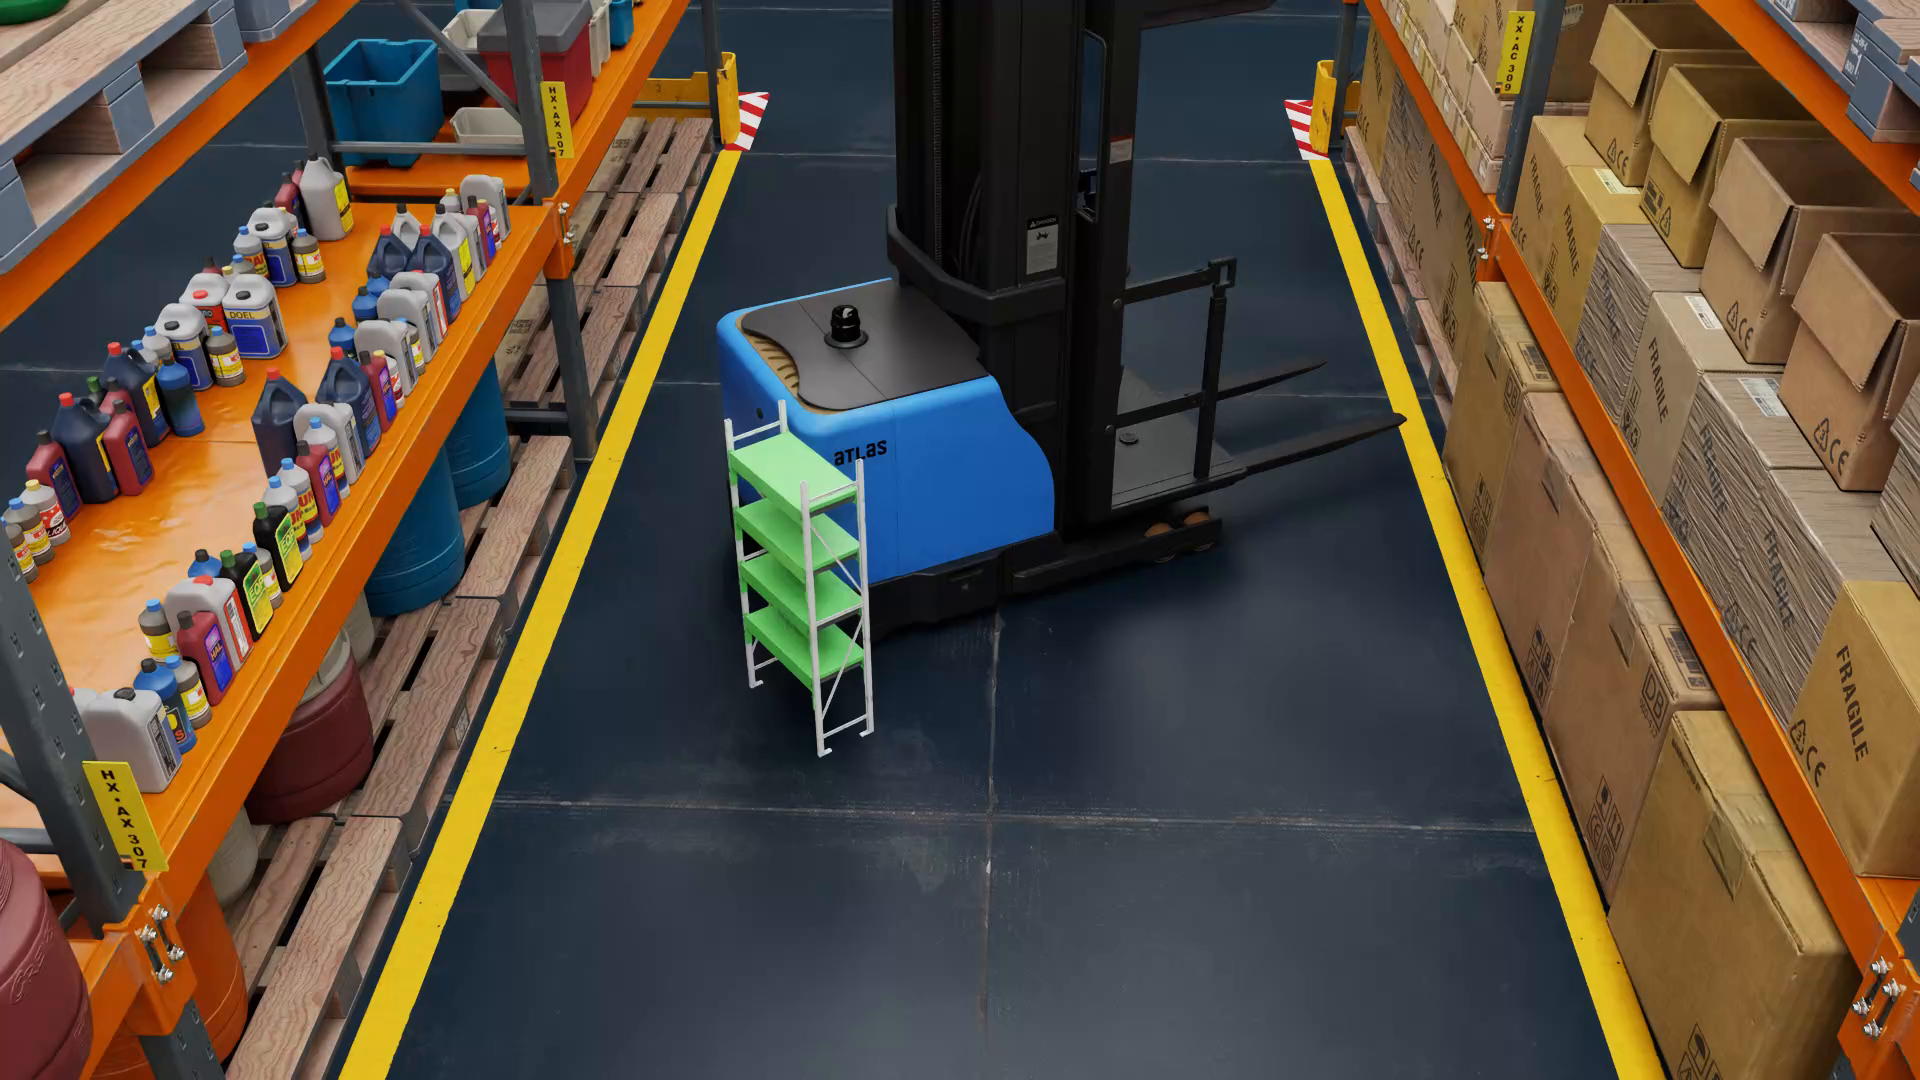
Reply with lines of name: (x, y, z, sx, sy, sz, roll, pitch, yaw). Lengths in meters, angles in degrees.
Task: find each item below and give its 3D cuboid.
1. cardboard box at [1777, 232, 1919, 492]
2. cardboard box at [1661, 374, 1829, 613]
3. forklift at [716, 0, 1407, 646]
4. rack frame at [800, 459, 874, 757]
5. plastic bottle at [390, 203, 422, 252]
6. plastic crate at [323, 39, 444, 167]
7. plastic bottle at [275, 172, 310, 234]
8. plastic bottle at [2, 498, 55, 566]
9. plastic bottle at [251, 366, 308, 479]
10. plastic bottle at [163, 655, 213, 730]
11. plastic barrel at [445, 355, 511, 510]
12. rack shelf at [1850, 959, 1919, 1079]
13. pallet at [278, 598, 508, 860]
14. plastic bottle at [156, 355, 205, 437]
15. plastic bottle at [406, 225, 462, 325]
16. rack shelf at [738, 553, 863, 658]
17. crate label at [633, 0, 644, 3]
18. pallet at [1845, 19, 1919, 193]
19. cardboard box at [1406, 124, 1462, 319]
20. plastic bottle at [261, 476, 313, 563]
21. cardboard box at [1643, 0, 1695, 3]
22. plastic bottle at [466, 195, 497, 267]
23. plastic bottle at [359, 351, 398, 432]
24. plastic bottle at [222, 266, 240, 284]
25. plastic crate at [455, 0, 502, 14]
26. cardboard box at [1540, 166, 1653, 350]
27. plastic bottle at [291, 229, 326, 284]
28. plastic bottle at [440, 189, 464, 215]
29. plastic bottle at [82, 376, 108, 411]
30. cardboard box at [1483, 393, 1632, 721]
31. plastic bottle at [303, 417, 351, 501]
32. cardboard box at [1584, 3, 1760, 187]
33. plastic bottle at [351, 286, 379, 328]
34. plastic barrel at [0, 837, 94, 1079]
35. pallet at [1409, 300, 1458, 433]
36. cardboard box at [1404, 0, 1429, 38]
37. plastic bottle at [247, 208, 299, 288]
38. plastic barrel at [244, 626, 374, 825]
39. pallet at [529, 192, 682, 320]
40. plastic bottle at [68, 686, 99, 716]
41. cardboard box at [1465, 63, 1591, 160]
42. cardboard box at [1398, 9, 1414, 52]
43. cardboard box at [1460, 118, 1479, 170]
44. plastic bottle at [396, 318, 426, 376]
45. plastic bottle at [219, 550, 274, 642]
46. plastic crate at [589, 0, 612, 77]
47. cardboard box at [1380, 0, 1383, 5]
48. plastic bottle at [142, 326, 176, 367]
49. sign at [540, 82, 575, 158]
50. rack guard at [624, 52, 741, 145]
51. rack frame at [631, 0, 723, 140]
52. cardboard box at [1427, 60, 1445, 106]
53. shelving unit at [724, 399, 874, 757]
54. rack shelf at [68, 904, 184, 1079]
cardboard box: (2.651, -0.466, 4.345, 0.797, 0.503, 0.637, 2, 35, 3)
cardboard box: (2.393, -0.135, 4.747, 0.500, 0.500, 0.500, 0, 35, 0)
forklift: (0.559, -1.359, 6.634, 3.031, 2.935, 1.130, -16, 38, -21)
rack frame: (-0.424, 0.264, 5.831, 0.240, 1.200, 0.015, -23, 41, -29)
plastic bottle: (-2.065, -1.080, 6.222, 0.144, 0.351, 0.185, 1, 35, 2)
plastic crate: (-2.534, -1.927, 7.345, 0.392, 0.384, 0.575, 1, 35, 2)
plastic bottle: (-2.658, -1.308, 6.604, 0.061, 0.283, 0.133, 1, 35, 2)
plastic bottle: (-2.727, -0.030, 4.857, 0.097, 0.201, 0.097, 0, 35, 0)
plastic bottle: (-2.123, -0.370, 5.211, 0.144, 0.351, 0.185, 1, 35, 2)
plastic bottle: (-1.996, 0.383, 4.269, 0.097, 0.201, 0.097, 0, 35, 0)
plastic barrel: (-2.250, -0.634, 7.003, 0.600, 0.901, 0.708, 1, 35, 2)
rack shelf: (2.496, 2.223, 2.104, 1.077, 0.370, 4.000, 1, 35, 2)
pallet: (-2.330, 0.653, 6.137, 1.003, 0.211, 1.213, 1, 35, 2)
plastic bottle: (-2.553, -0.477, 5.432, 0.097, 0.271, 0.097, 0, 35, 0)
plastic bottle: (-1.929, -0.971, 6.066, 0.144, 0.351, 0.185, 1, 35, 2)
rack shelf: (-0.570, 0.203, 6.028, 0.258, 0.148, 0.480, -23, 41, -29)
crate label: (-1.916, -3.048, 9.156, 0.396, 0.136, 0.243, 1, 35, 2)
pallet: (2.550, -0.742, 3.252, 1.213, 0.211, 1.003, 3, 35, 4)
cardboard box: (2.880, -1.716, 8.565, 0.875, 0.875, 0.875, 1, 35, 2)
plastic bottle: (-1.967, -0.064, 4.845, 0.097, 0.271, 0.097, 0, 35, 0)
cardboard box: (3.012, -2.155, 6.927, 0.500, 0.500, 0.500, 1, 35, 2)
plastic bottle: (-1.868, -1.217, 6.475, 0.061, 0.283, 0.133, 1, 35, 2)
plastic bottle: (-1.918, -0.507, 5.464, 0.061, 0.283, 0.133, 1, 35, 2)
plastic bottle: (-2.665, -0.907, 6.104, 0.097, 0.201, 0.097, 0, 35, 0)
plastic crate: (-2.455, -2.824, 8.753, 0.416, 0.233, 0.300, 1, 35, 2)
cardboard box: (2.450, -1.012, 5.994, 0.500, 0.500, 0.500, 1, 35, 2)
plastic bottle: (-2.500, -1.092, 6.368, 0.097, 0.201, 0.097, 0, 35, 0)
plastic bottle: (-2.030, -1.310, 6.678, 0.097, 0.201, 0.097, 0, 35, 0)
plastic bottle: (-2.723, -0.369, 5.268, 0.061, 0.283, 0.133, 1, 35, 2)
cardboard box: (2.697, 0.060, 6.038, 1.225, 0.875, 0.875, 0, 35, 0)
plastic bottle: (-1.953, -0.253, 5.113, 0.097, 0.271, 0.097, 0, 35, 0)
cardboard box: (2.720, -1.603, 5.962, 0.797, 0.503, 0.637, 0, 35, 1)
plastic bottle: (-2.070, -0.762, 5.837, 0.097, 0.271, 0.097, 0, 35, 0)
plastic barrel: (-2.088, 0.883, 3.266, 0.600, 0.536, 0.708, 1, 35, 2)
pallet: (2.846, -0.813, 8.223, 1.003, 0.211, 1.213, 1, 35, 2)
cardboard box: (2.555, -2.720, 8.384, 0.500, 0.250, 0.500, 1, 35, 1)
plastic bottle: (-2.625, -1.115, 6.336, 0.152, 0.276, 0.135, 1, 35, 2)
plastic barrel: (-2.324, 0.550, 5.591, 0.600, 0.588, 0.708, 1, 35, 2)
pallet: (-2.174, -1.618, 9.369, 1.003, 0.211, 1.213, 1, 35, 2)
plastic bottle: (-2.184, 0.471, 4.079, 0.152, 0.276, 0.135, 1, 35, 2)
cardboard box: (2.493, -1.839, 7.129, 0.500, 0.250, 0.500, 1, 35, 1)
cardboard box: (2.494, -2.634, 8.607, 0.380, 0.149, 0.250, 0, 35, 1)
cardboard box: (2.432, -1.747, 7.345, 0.380, 0.149, 0.250, 2, 35, 3)
plastic bottle: (-1.922, -0.674, 5.773, 0.097, 0.201, 0.097, 0, 35, 0)
plastic bottle: (-1.962, 0.130, 4.558, 0.061, 0.283, 0.133, 1, 35, 2)
plastic crate: (-1.966, -2.482, 8.224, 0.437, 0.282, 0.530, 1, 35, 2)
cardboard box: (2.526, -3.073, 9.233, 0.380, 0.149, 0.250, 1, 35, 1)
plastic bottle: (-2.689, -0.592, 5.596, 0.097, 0.271, 0.097, 0, 35, 0)
sign: (-1.662, -1.732, 6.866, 0.100, 0.325, 0.005, 1, 35, 2)
rack guard: (-2.063, -2.923, 10.974, 1.175, 0.500, 0.348, 1, 35, 2)
rack frame: (-2.051, -3.931, 10.235, 1.000, 3.000, 0.127, 1, 35, 2)
cardboard box: (2.463, -2.190, 7.976, 0.380, 0.149, 0.250, 2, 35, 3)
shelving unit: (-0.570, 0.151, 5.991, 0.258, 1.200, 0.503, -23, 41, -29)
rack shelf: (-2.452, 2.109, 2.267, 1.077, 0.370, 4.000, 1, 35, 2)
